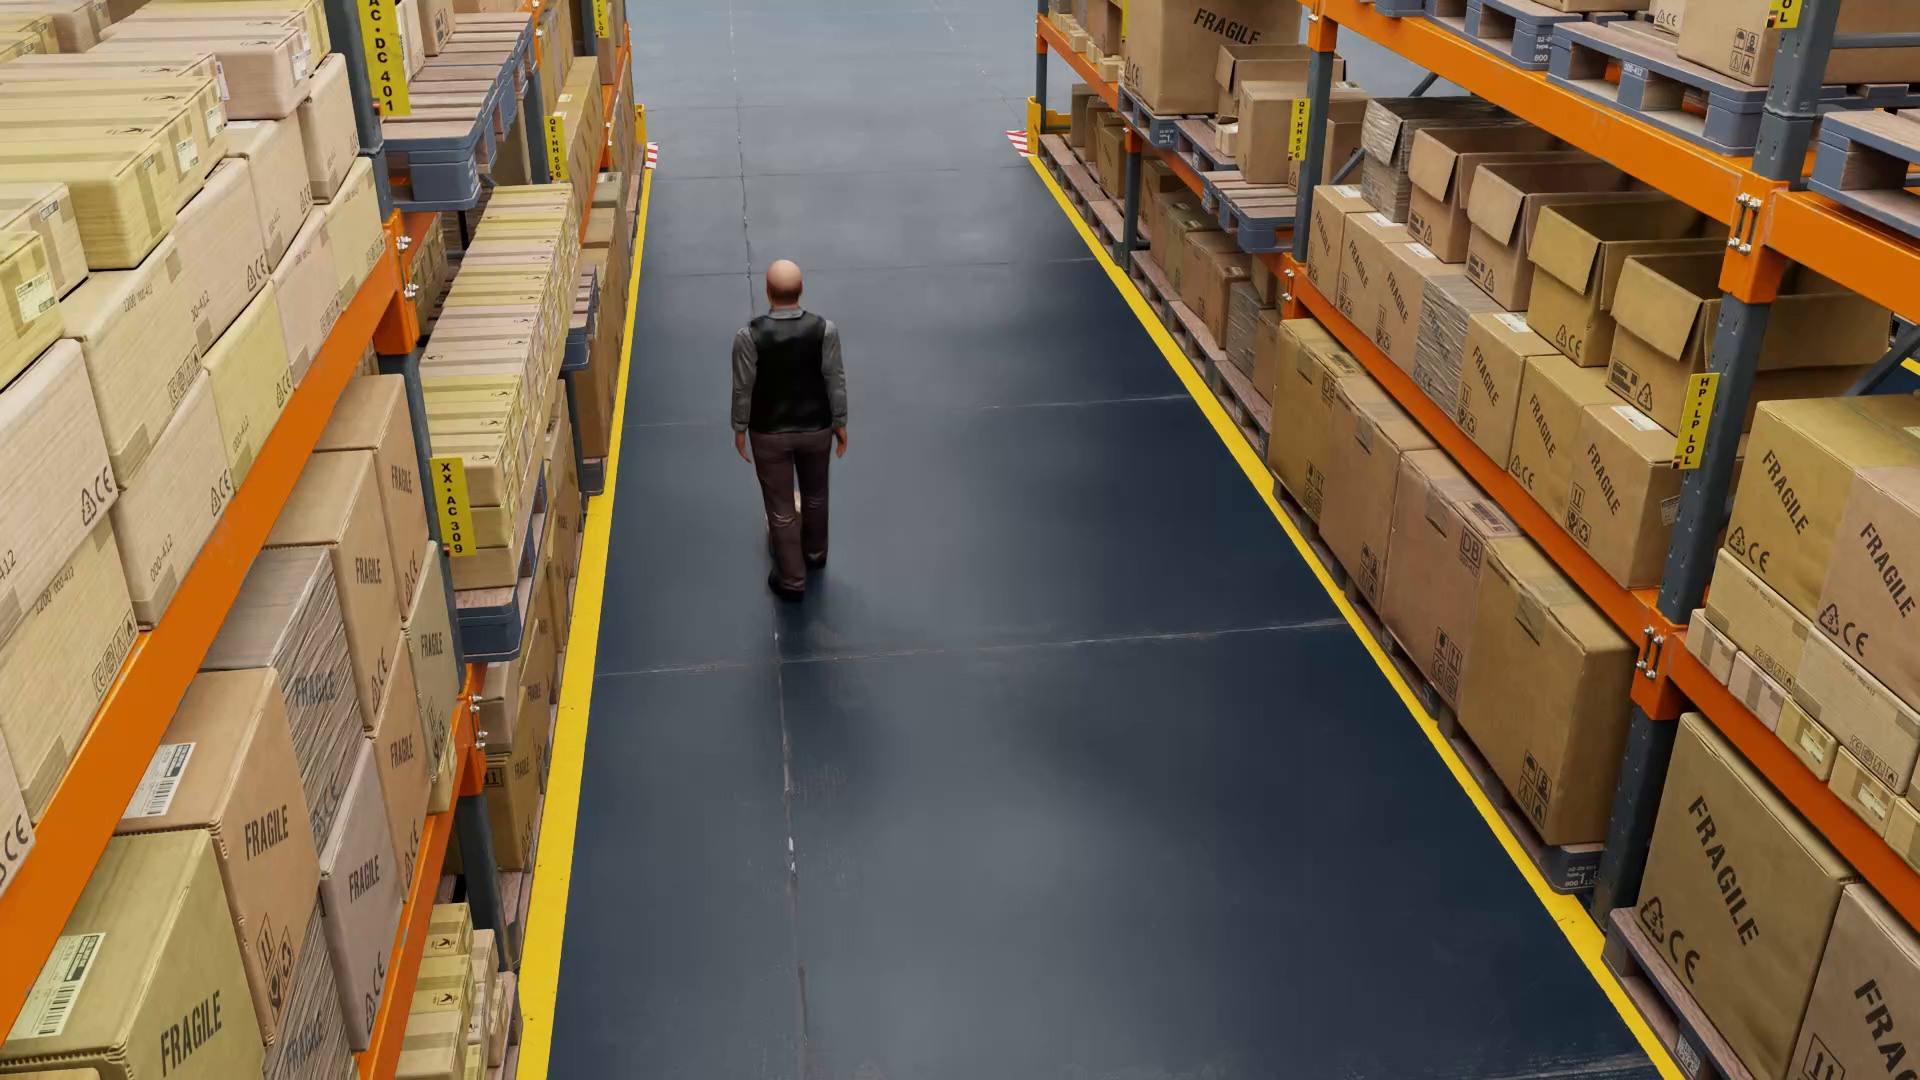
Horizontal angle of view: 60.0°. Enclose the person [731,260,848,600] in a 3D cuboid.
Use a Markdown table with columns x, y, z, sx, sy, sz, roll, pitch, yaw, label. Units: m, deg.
| x | y | z | sx | sy | sz | roll | pitch | yaw | label |
| --- | --- | --- | --- | --- | --- | --- | --- | --- | --- |
| -0.876 | -0.583 | 8.272 | 0.563 | 1.718 | 0.626 | -9 | 28 | -17 | person |
